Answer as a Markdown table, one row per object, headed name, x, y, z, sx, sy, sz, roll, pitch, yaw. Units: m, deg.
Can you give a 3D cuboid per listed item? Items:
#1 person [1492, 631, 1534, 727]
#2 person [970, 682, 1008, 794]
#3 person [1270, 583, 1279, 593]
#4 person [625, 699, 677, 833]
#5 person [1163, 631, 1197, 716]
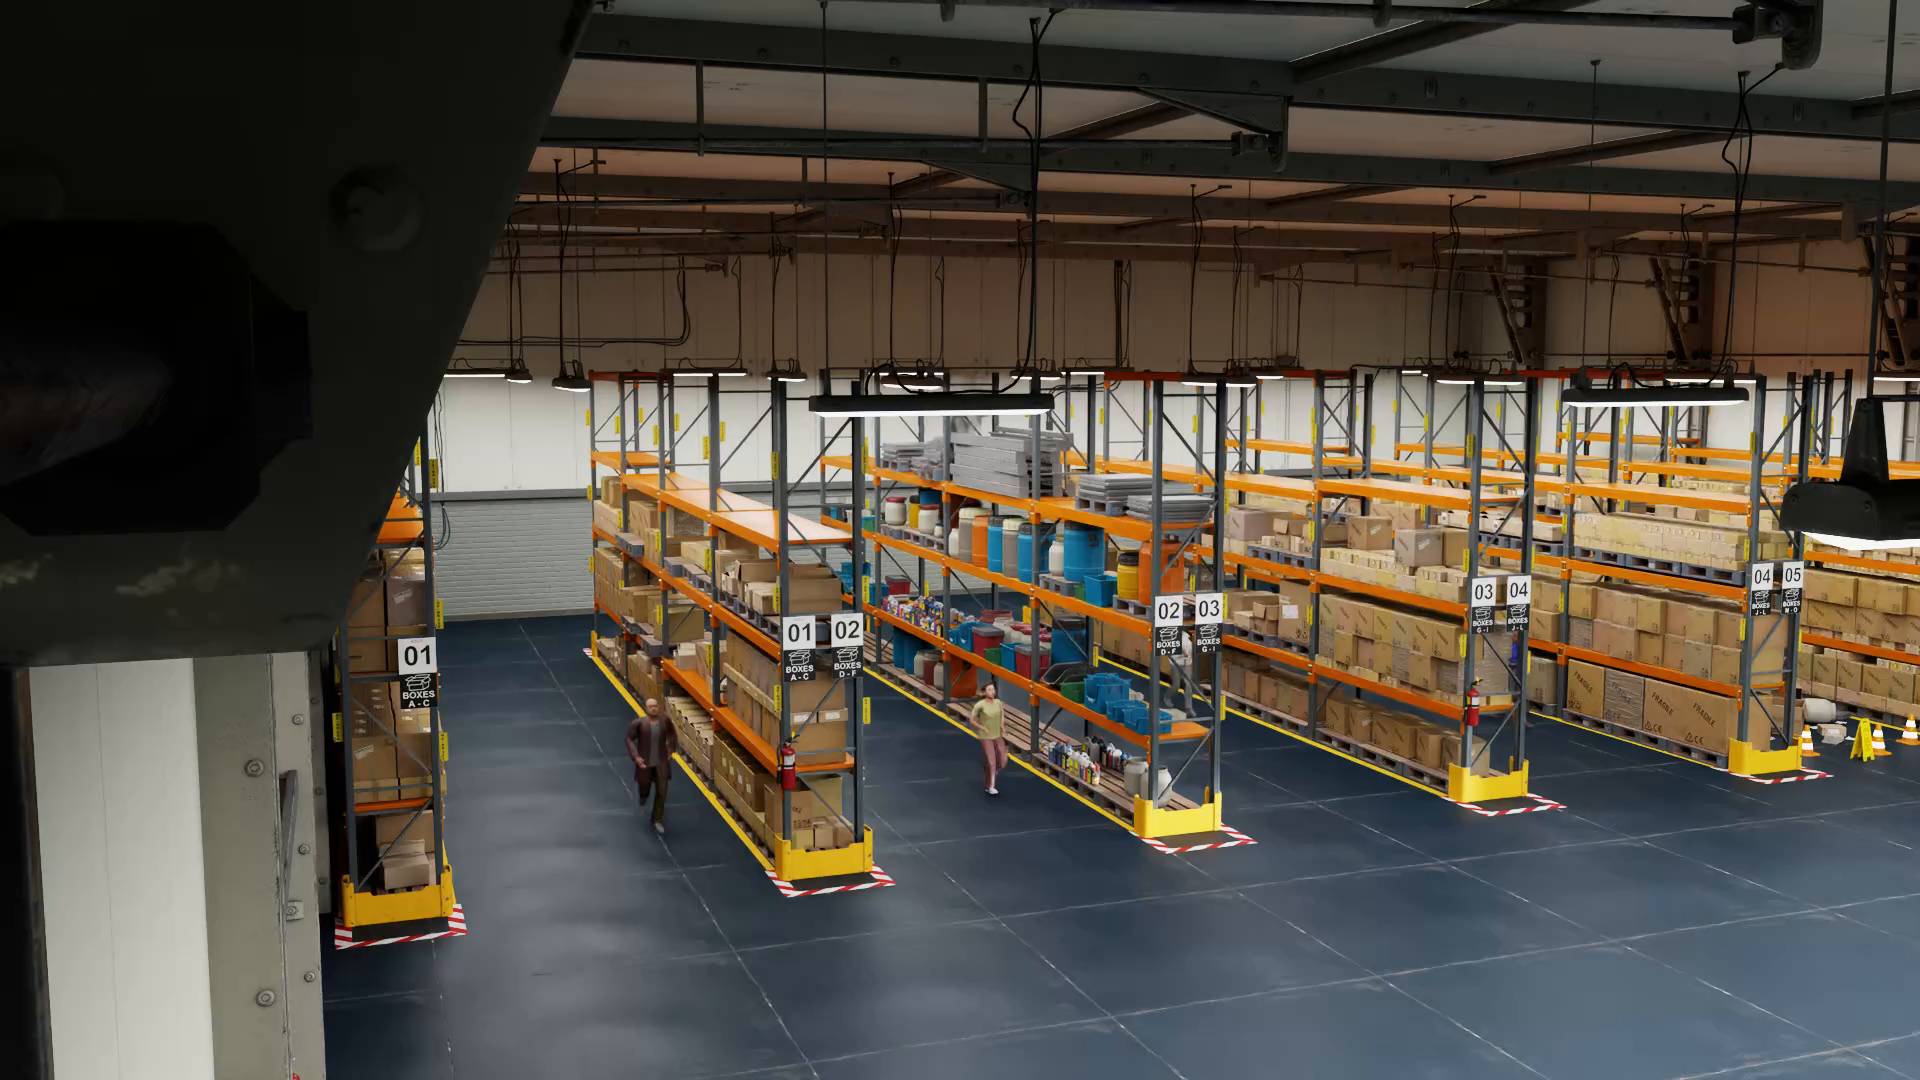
| name | x | y | z | sx | sy | sz | roll | pitch | yaw |
| --- | --- | --- | --- | --- | --- | --- | --- | --- | --- |
| person | 9.468 | 2.332 | 28.440 | 0.589 | 1.628 | 0.909 | -3 | 7 | -24 |
| person | 0.427 | 2.847 | 24.006 | 0.577 | 1.620 | 0.562 | -3 | 7 | -27 |
| person | 8.049 | 0.885 | 41.929 | 0.651 | 1.565 | 0.536 | -4 | 7 | -31 |
| person | -4.141 | 2.995 | 22.396 | 0.714 | 1.750 | 0.918 | -2 | 7 | -18 |
| person | 3.892 | 2.202 | 29.265 | 0.586 | 1.685 | 0.891 | -3 | 7 | -25 |
